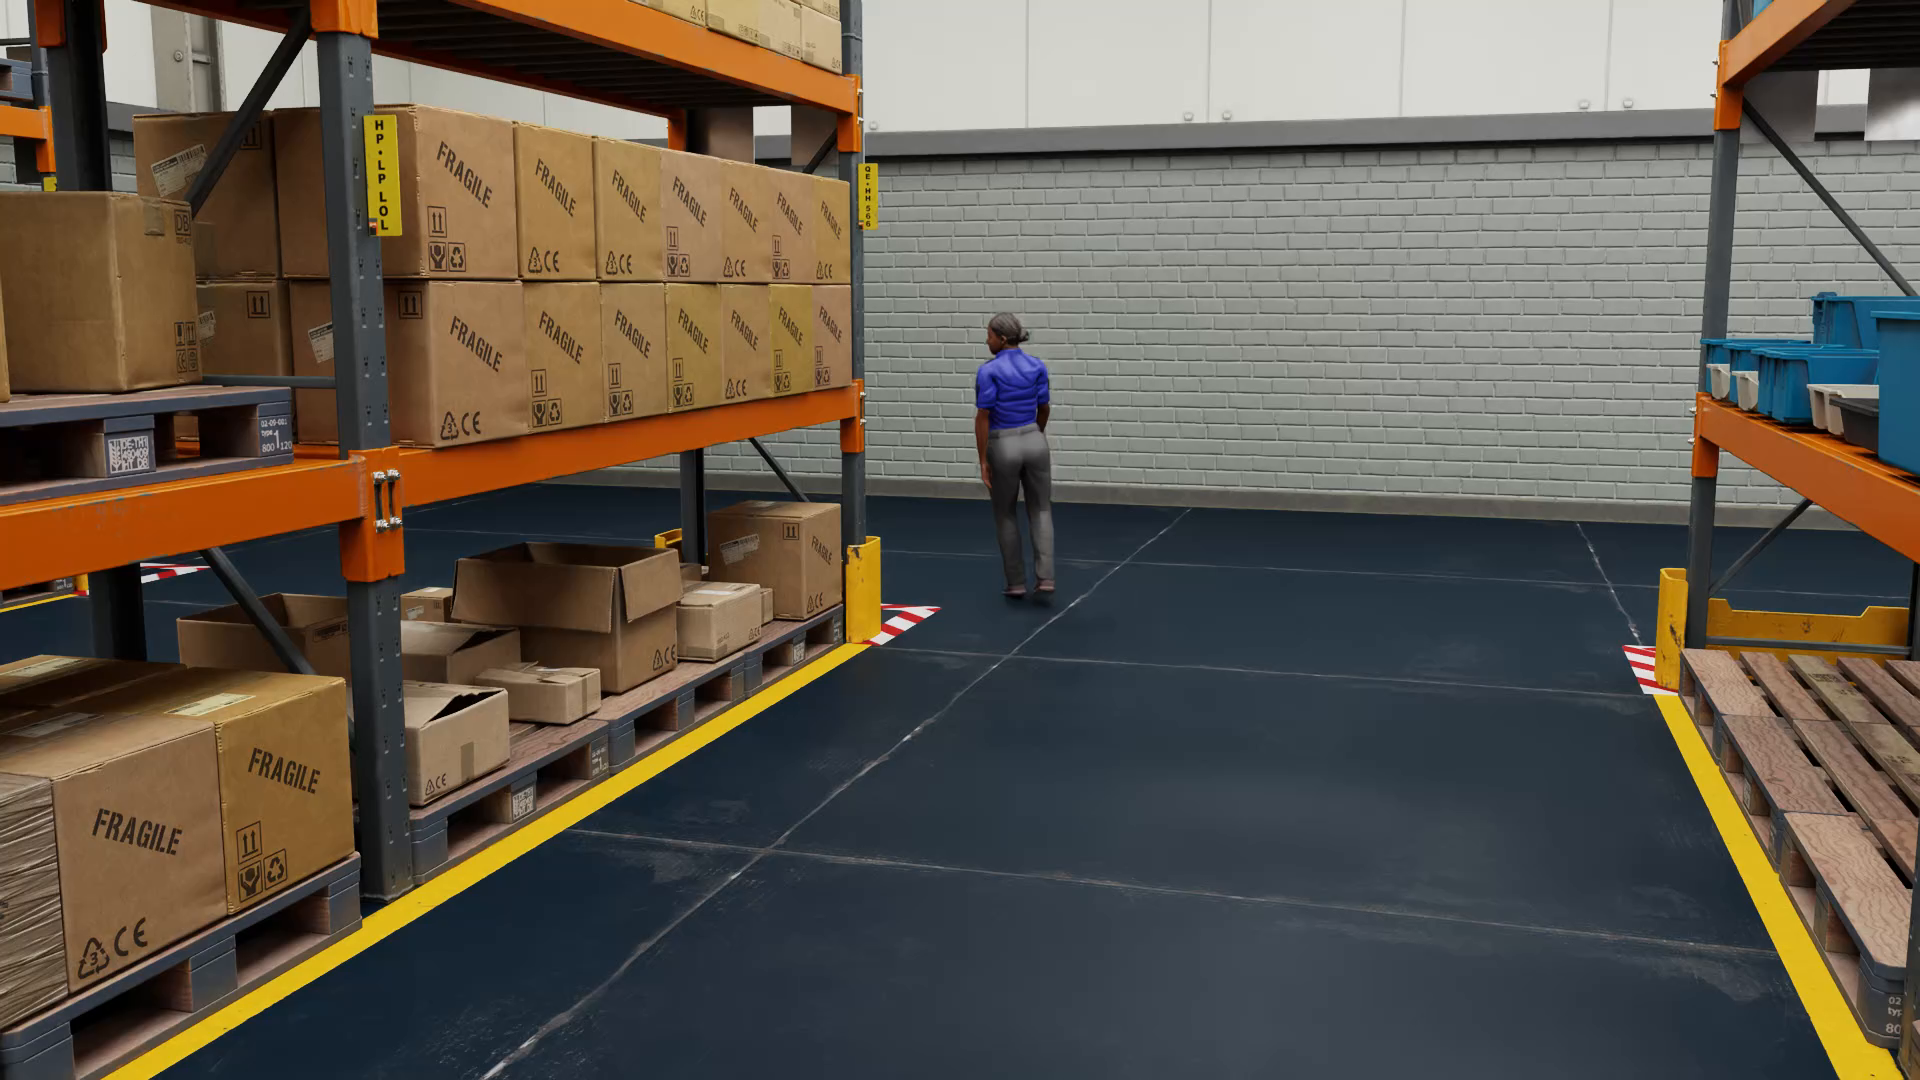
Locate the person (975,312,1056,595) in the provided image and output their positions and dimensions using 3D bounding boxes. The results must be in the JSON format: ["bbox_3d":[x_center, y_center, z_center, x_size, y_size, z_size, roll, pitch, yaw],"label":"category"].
[{"bbox_3d":[0.286,-0.468,9.507,0.478,1.663,0.571,-2,9,-15],"label":"person"}]
